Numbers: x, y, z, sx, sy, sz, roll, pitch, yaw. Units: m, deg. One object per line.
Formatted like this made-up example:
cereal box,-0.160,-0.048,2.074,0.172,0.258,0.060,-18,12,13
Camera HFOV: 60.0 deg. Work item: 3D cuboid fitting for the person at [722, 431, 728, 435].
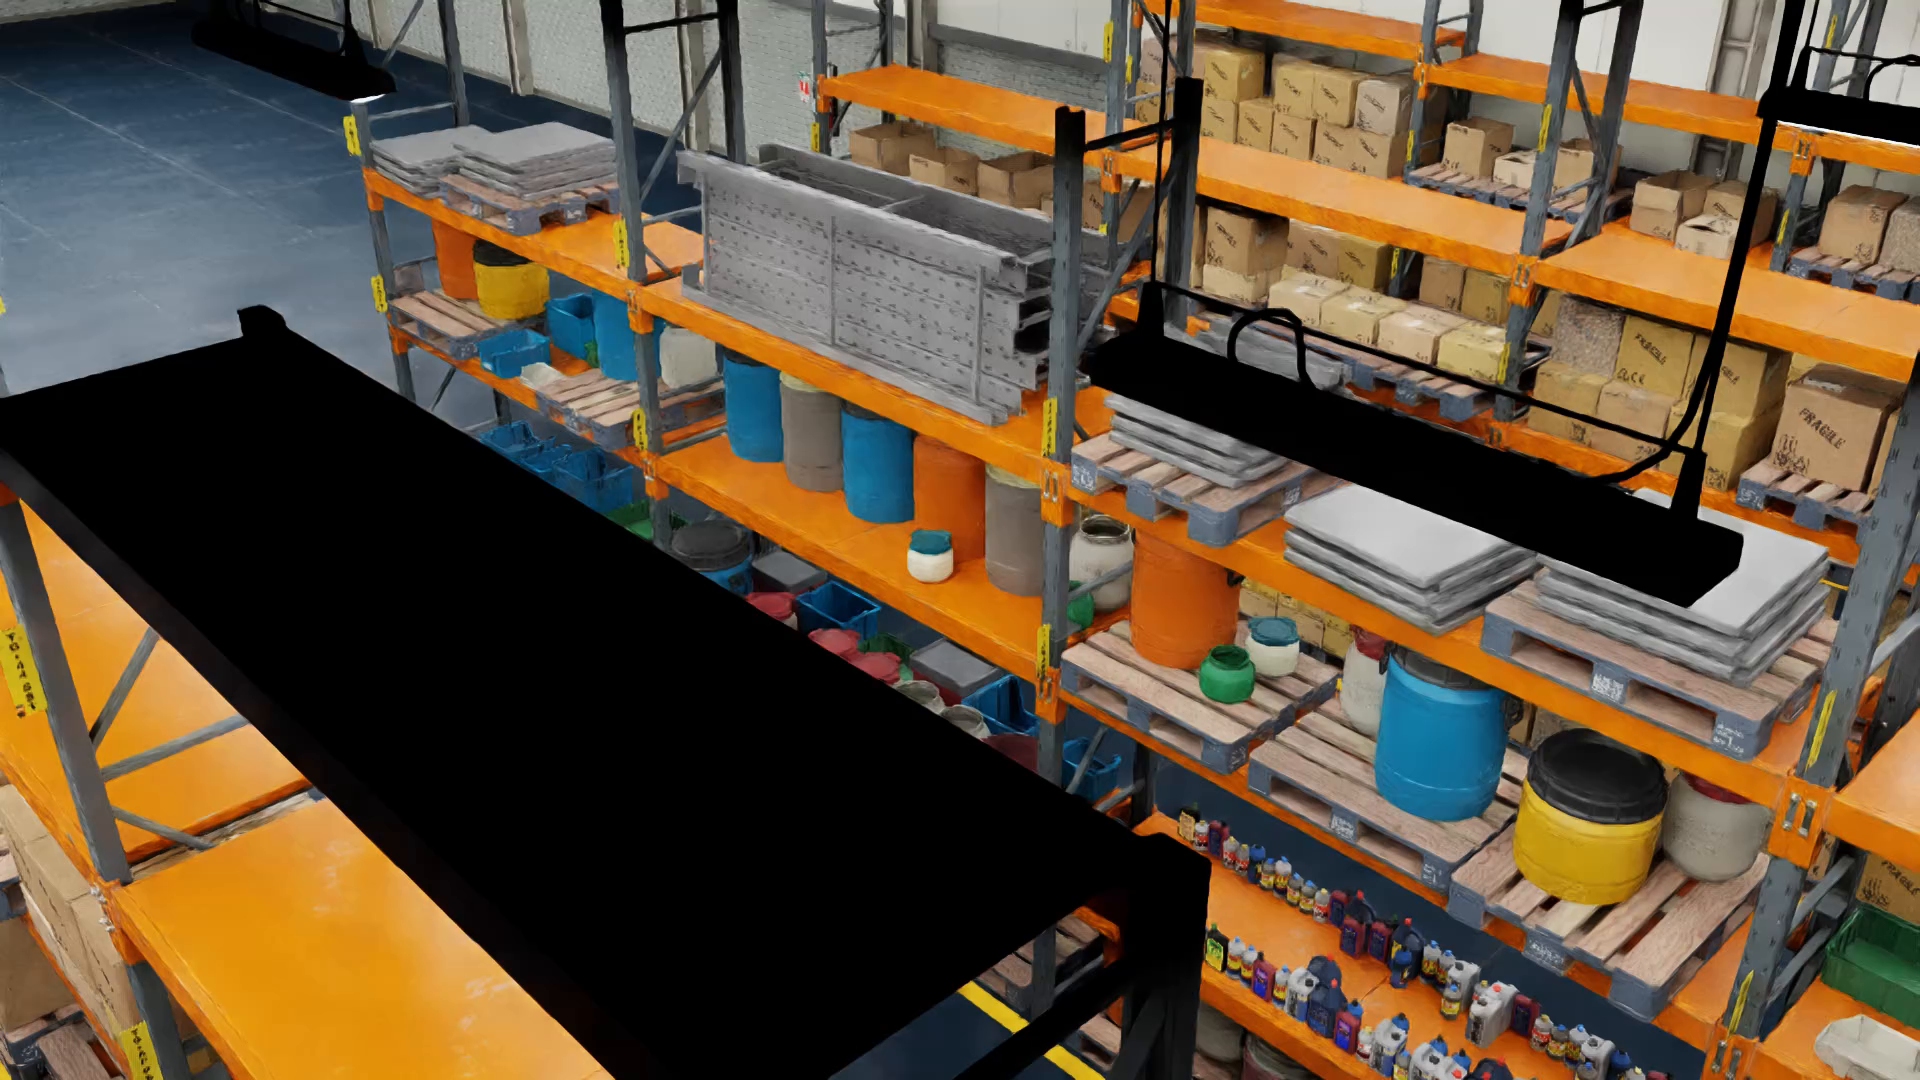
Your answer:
person,-2.169,-1.118,17.017,0.637,1.789,0.475,8,29,15
